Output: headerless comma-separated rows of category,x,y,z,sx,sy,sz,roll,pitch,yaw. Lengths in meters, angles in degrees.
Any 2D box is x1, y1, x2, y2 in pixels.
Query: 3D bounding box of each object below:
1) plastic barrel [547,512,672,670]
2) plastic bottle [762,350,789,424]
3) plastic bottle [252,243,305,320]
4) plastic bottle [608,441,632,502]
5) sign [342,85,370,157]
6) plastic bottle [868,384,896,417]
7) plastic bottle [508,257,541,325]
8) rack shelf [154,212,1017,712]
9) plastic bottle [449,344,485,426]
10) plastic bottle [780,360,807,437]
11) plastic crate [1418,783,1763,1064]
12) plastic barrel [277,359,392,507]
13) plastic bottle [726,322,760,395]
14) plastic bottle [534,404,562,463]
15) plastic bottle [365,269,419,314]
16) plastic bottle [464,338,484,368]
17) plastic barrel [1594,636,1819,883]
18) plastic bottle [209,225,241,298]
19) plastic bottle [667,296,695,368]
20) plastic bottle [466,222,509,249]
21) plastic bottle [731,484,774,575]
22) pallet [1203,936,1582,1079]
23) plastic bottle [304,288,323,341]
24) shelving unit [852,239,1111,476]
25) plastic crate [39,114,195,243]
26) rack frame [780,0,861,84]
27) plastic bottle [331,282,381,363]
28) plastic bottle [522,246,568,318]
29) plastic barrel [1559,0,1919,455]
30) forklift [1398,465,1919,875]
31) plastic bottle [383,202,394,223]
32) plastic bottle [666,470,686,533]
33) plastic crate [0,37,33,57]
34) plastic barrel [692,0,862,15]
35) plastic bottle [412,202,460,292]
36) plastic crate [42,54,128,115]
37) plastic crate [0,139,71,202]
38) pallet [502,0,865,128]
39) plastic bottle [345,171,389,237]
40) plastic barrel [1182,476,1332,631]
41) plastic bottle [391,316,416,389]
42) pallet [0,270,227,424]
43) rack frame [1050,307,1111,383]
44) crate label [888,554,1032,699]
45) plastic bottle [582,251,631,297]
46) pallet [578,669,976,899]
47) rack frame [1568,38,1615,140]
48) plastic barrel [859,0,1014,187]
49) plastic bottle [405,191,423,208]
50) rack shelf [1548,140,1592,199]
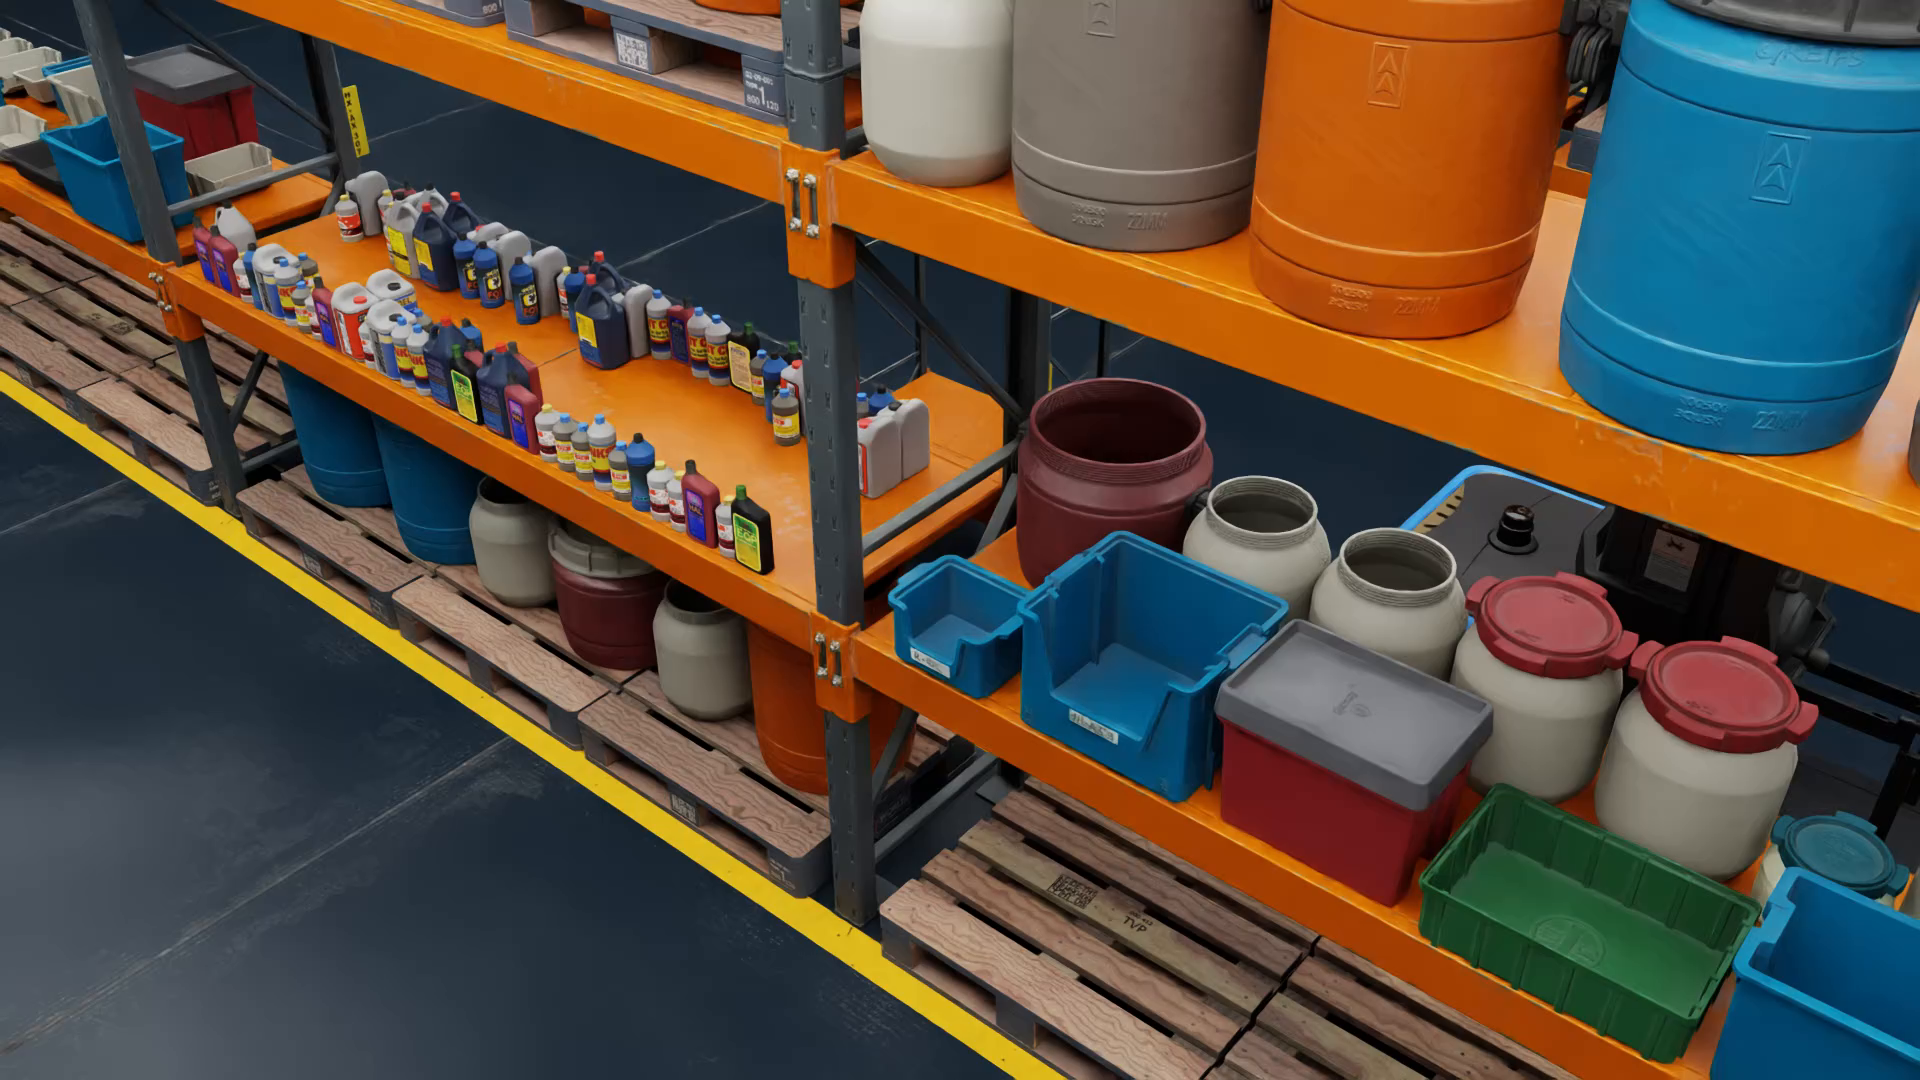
plastic barrel,-1.328,0.120,6.685,0.708,0.588,0.600,25,42,32
plastic bottle,-0.665,-0.561,6.032,0.097,0.271,0.097,0,34,0
plastic bottle,-2.754,-1.054,6.744,0.135,0.276,0.152,25,42,32
plastic bottle,-1.136,-0.240,5.626,0.097,0.201,0.097,0,34,0
sign,-2.794,-1.924,7.657,0.005,0.325,0.100,25,42,32
plastic bottle,-0.271,-0.420,5.826,0.097,0.271,0.097,0,34,0
plastic bottle,-1.753,-1.007,6.680,0.097,0.271,0.097,0,34,0
rack shelf,-1.610,-0.550,6.537,4.000,0.370,1.077,25,42,32
plastic bottle,-1.780,-0.564,6.025,0.133,0.283,0.061,25,42,32
plastic bottle,-0.555,-0.536,5.990,0.135,0.276,0.152,25,42,32
plastic crate,1.482,0.906,3.968,0.662,0.188,0.450,25,42,32
plastic barrel,-2.740,-0.675,7.565,0.708,0.901,0.600,25,42,32
plastic bottle,-0.806,-0.691,6.209,0.133,0.283,0.061,25,42,32
plastic bottle,-1.435,-0.381,5.831,0.097,0.201,0.097,0,34,0
plastic bottle,-2.227,-0.917,6.545,0.135,0.276,0.152,25,42,32
plastic bottle,-1.741,-0.591,6.063,0.133,0.283,0.061,25,42,32
plastic barrel,1.842,0.563,4.160,0.433,0.535,0.433,0,34,0
plastic bottle,-3.036,-1.156,6.887,0.133,0.283,0.061,25,42,32
plastic bottle,-1.058,-0.810,6.383,0.133,0.283,0.061,25,42,32
plastic bottle,-1.969,-1.203,6.961,0.135,0.276,0.152,25,42,32
plastic bottle,-0.657,-0.035,5.254,0.133,0.283,0.061,25,42,32
pallet,1.431,1.767,4.991,1.213,0.211,1.003,25,42,32
plastic bottle,-2.533,-0.899,6.584,0.097,0.201,0.097,0,34,0
shelving unit,0.059,-0.591,7.285,1.083,1.500,0.587,25,42,32
plastic crate,-3.724,-1.610,7.406,0.575,0.384,0.392,25,42,32
rack frame,-0.073,-2.595,3.580,0.127,3.000,1.000,25,42,32
plastic bottle,-2.324,-0.851,6.449,0.135,0.276,0.152,25,42,32
plastic bottle,-1.688,-1.070,6.768,0.135,0.276,0.152,25,42,32
plastic barrel,1.466,-0.680,2.998,0.708,0.901,0.600,25,42,32
forklift,2.779,0.114,4.994,3.031,2.935,1.130,25,42,32
plastic bottle,-2.467,-1.382,7.288,0.097,0.201,0.097,0,34,0
plastic bottle,-0.912,-0.134,5.472,0.097,0.201,0.097,0,34,0
plastic crate,-5.265,-2.608,9.078,0.243,0.136,0.396,25,42,32
plastic barrel,-0.508,-1.916,4.490,0.708,0.830,0.600,25,42,32
plastic bottle,-2.182,-1.230,6.935,0.185,0.351,0.144,25,42,32
plastic crate,-4.479,-2.343,8.607,0.300,0.233,0.416,25,42,32
plastic crate,-4.180,-1.771,7.869,0.590,0.125,0.437,25,42,32
pallet,-0.599,-1.600,4.948,1.213,0.211,1.003,25,42,32
plastic bottle,-2.638,-1.518,7.420,0.135,0.276,0.152,25,42,32
plastic barrel,0.854,0.111,4.839,0.421,0.512,0.421,0,34,0
plastic bottle,-2.074,-0.711,6.250,0.097,0.271,0.097,0,34,0
pallet,-4.679,-1.113,9.184,1.213,0.211,1.003,25,42,32
rack frame,0.456,-0.403,7.012,0.032,1.500,0.500,25,42,32
crate label,0.011,0.263,4.866,0.416,0.233,0.303,25,42,32
plastic bottle,-1.385,-0.961,6.543,0.185,0.351,0.144,25,42,32
pallet,-0.706,0.760,6.457,1.213,0.211,1.003,25,42,32
rack frame,3.096,-2.277,8.416,0.127,3.000,1.000,25,42,32
plastic barrel,-0.031,-1.159,4.039,0.421,0.512,0.421,0,34,0
plastic bottle,-2.357,-1.385,7.227,0.135,0.276,0.152,25,42,32
rack shelf,4.633,-1.256,7.565,4.000,0.370,1.077,25,42,32
